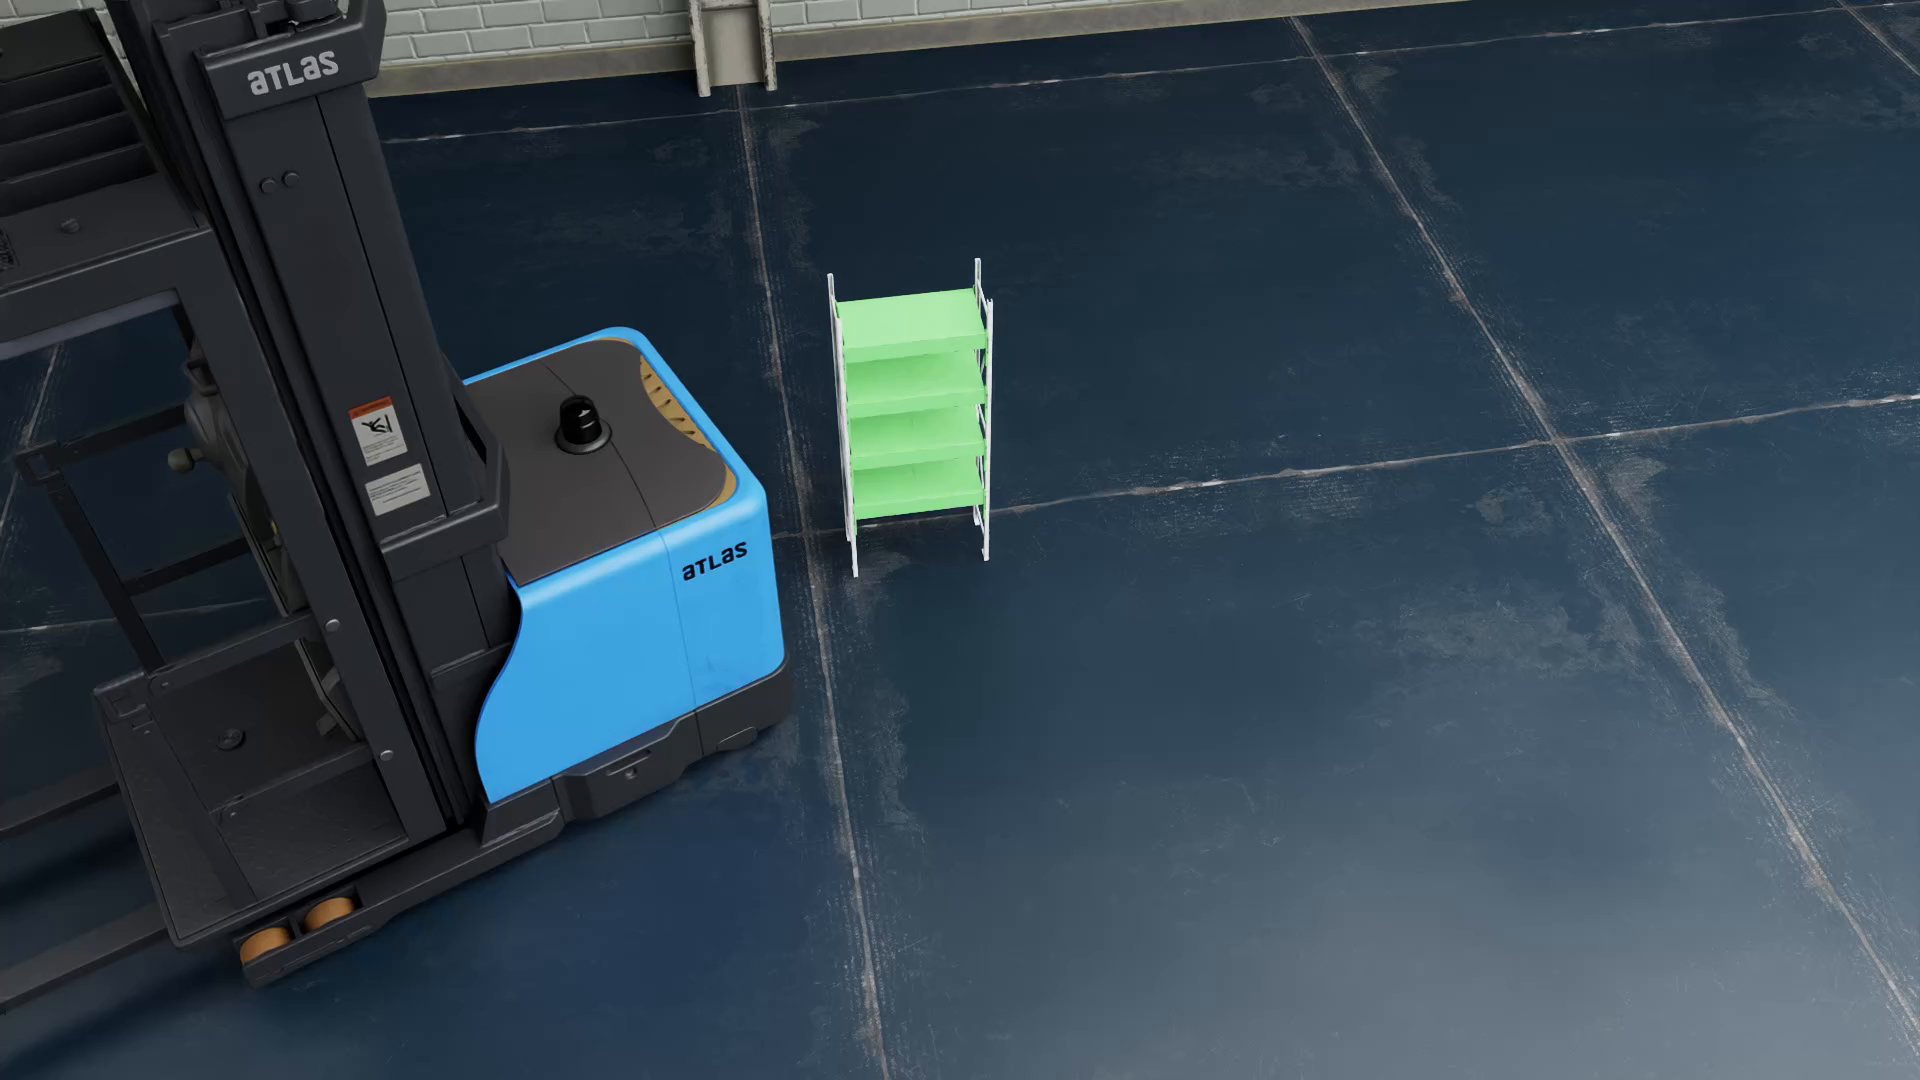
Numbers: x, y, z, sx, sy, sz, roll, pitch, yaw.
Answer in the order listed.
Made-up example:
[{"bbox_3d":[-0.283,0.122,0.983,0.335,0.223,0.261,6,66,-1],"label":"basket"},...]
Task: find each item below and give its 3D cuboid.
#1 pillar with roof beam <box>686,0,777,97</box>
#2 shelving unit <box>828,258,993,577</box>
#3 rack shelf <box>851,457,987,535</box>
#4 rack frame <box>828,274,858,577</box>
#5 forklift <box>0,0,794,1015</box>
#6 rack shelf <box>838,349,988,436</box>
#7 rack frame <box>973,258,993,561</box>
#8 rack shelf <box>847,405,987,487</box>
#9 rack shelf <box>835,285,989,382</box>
[{"bbox_3d":[-0.416,-2.443,2.354,0.400,9.000,9.100,-7,46,-7],"label":"pillar with roof beam"},{"bbox_3d":[-0.163,-0.396,5.798,0.503,1.200,0.258,-7,46,-7],"label":"shelving unit"},{"bbox_3d":[-0.163,-0.185,6.017,0.480,0.148,0.258,-7,46,-7],"label":"rack shelf"},{"bbox_3d":[-0.404,-0.366,5.769,0.015,1.200,0.240,-7,46,-7],"label":"rack frame"},{"bbox_3d":[-2.082,-0.137,4.347,3.031,2.935,1.130,-24,51,-22],"label":"forklift"},{"bbox_3d":[-0.163,-0.518,5.671,0.480,0.148,0.258,-7,46,-7],"label":"rack shelf"},{"bbox_3d":[0.077,-0.426,5.827,0.015,1.200,0.240,-7,46,-7],"label":"rack frame"},{"bbox_3d":[-0.163,-0.352,5.844,0.480,0.148,0.258,-7,46,-7],"label":"rack shelf"},{"bbox_3d":[-0.163,-0.685,5.499,0.480,0.148,0.258,-7,46,-7],"label":"rack shelf"}]
